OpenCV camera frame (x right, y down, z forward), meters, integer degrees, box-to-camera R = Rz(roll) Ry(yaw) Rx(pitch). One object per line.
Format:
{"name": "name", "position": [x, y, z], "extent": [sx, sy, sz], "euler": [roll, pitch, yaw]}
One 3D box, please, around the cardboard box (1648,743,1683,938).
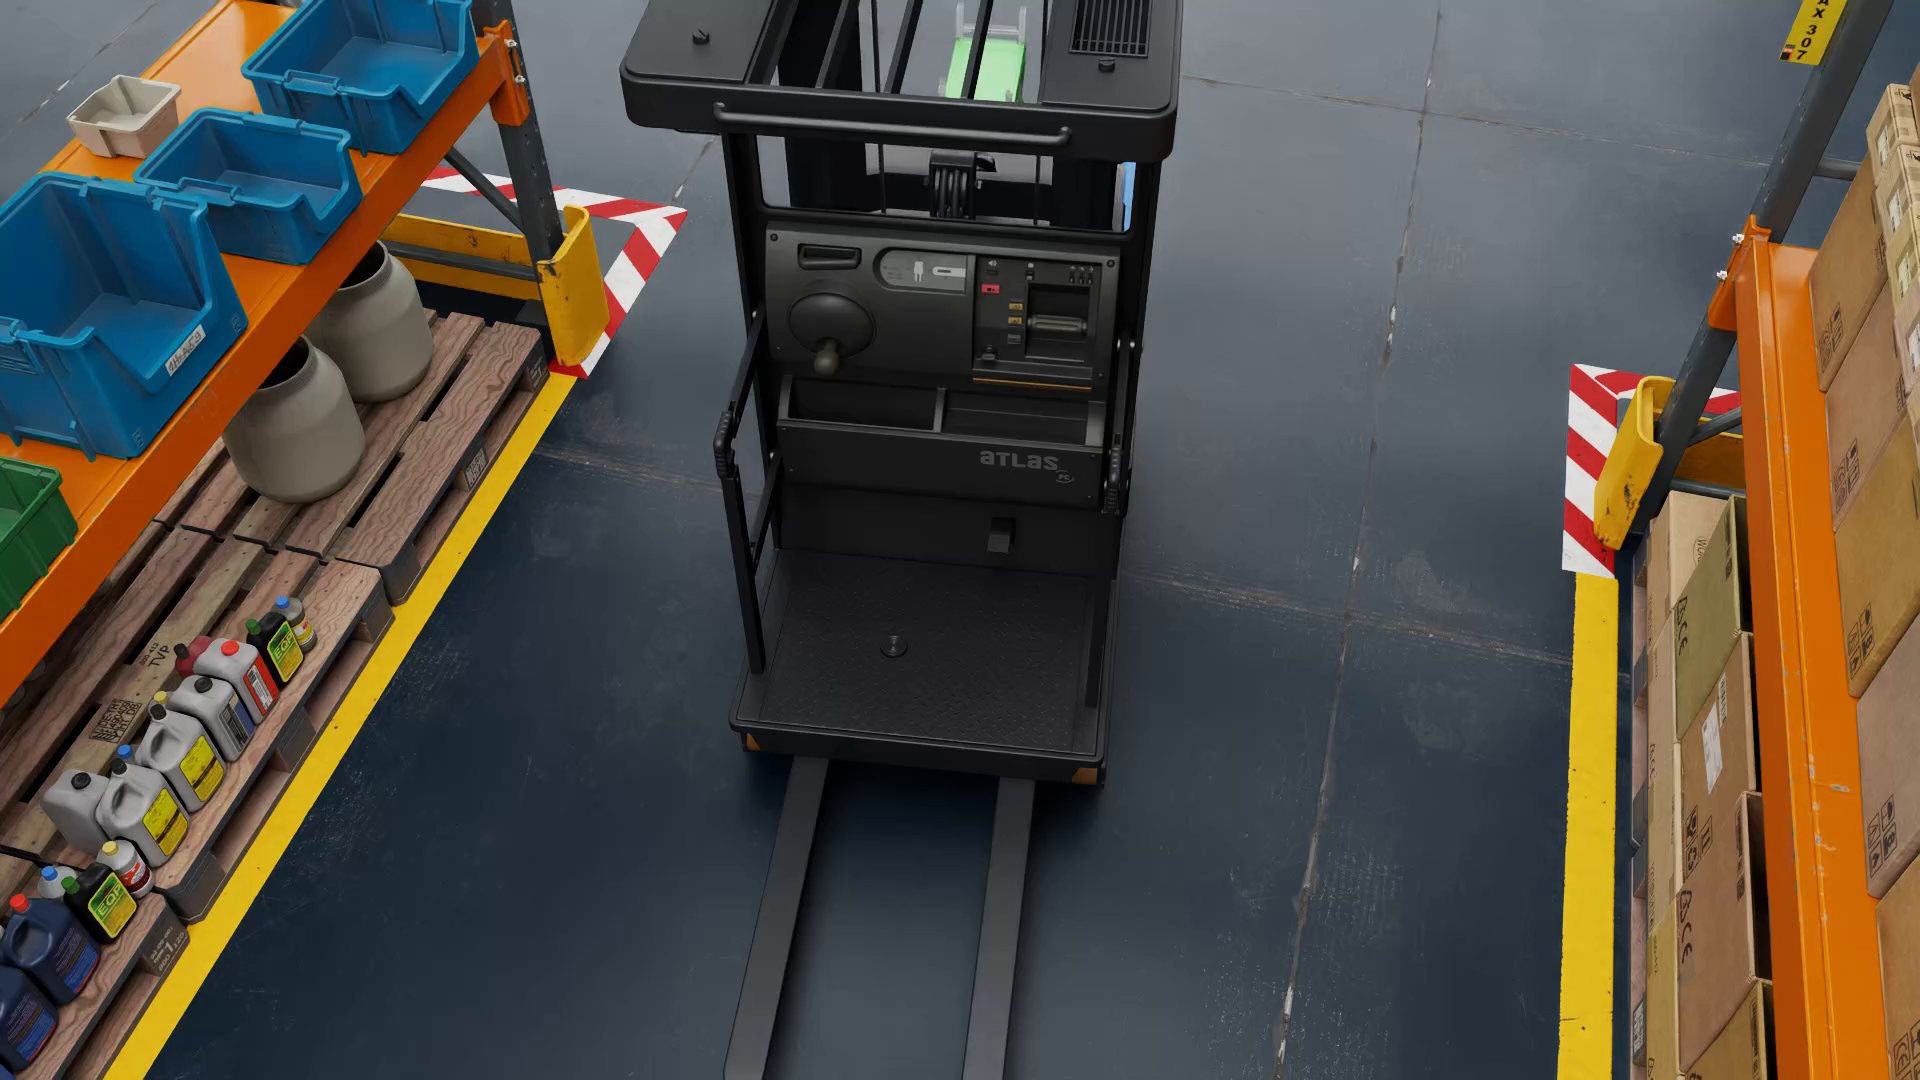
{"name": "cardboard box", "position": [2.172, 0.873, 4.532], "extent": [0.500, 0.250, 0.500], "euler": [12, 50, 10]}

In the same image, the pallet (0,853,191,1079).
{"name": "pallet", "position": [-2.826, 1.393, 4.380], "extent": [1.003, 0.211, 1.213], "euler": [12, 50, 10]}

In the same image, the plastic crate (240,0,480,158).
{"name": "plastic crate", "position": [-1.833, -1.475, 5.151], "extent": [0.499, 0.251, 0.616], "euler": [12, 50, 10]}

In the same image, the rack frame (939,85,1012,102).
{"name": "rack frame", "position": [0.050, -1.085, 5.907], "extent": [0.240, 1.200, 0.015], "euler": [5, 49, 5]}

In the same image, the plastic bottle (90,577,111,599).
{"name": "plastic bottle", "position": [-2.768, 0.061, 5.221], "extent": [0.097, 0.271, 0.097], "euler": [0, 49, 0]}

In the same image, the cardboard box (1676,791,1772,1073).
{"name": "cardboard box", "position": [2.035, 0.986, 3.933], "extent": [0.500, 0.500, 0.500], "euler": [12, 50, 10]}

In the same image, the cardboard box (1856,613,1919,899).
{"name": "cardboard box", "position": [2.248, 0.457, 3.279], "extent": [0.700, 0.500, 0.500], "euler": [13, 50, 11]}

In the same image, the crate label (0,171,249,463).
{"name": "crate label", "position": [-2.213, -0.573, 4.231], "extent": [0.502, 0.435, 0.616], "euler": [12, 50, 10]}

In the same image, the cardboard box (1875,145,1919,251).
{"name": "cardboard box", "position": [2.410, -0.780, 3.939], "extent": [0.380, 0.149, 0.250], "euler": [10, 49, 9]}

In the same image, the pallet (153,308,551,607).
{"name": "pallet", "position": [-2.183, -0.372, 5.938], "extent": [1.003, 0.211, 1.213], "euler": [12, 50, 10]}

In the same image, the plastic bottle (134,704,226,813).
{"name": "plastic bottle", "position": [-2.219, 0.598, 4.695], "extent": [0.144, 0.351, 0.185], "euler": [13, 50, 12]}

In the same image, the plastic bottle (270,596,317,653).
{"name": "plastic bottle", "position": [-2.050, 0.250, 5.102], "extent": [0.097, 0.201, 0.097], "euler": [0, 49, 0]}

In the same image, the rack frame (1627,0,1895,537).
{"name": "rack frame", "position": [2.788, -0.966, 4.601], "extent": [1.000, 3.000, 0.127], "euler": [12, 50, 10]}

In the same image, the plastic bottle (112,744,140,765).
{"name": "plastic bottle", "position": [-2.347, 0.655, 4.744], "extent": [0.097, 0.201, 0.097], "euler": [0, 49, 0]}

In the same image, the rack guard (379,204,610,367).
{"name": "rack guard", "position": [-1.964, -1.054, 6.347], "extent": [1.175, 0.500, 0.348], "euler": [12, 50, 10]}

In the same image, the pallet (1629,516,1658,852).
{"name": "pallet", "position": [2.627, 0.519, 5.151], "extent": [1.003, 0.211, 1.213], "euler": [12, 50, 10]}

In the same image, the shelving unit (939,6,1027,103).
{"name": "shelving unit", "position": [0.080, -1.267, 6.068], "extent": [0.258, 1.200, 0.503], "euler": [5, 49, 5]}

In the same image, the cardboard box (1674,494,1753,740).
{"name": "cardboard box", "position": [2.302, 0.263, 4.571], "extent": [0.500, 0.500, 0.500], "euler": [12, 50, 10]}

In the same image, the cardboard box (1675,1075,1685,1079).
{"name": "cardboard box", "position": [1.905, 1.596, 3.895], "extent": [0.500, 0.250, 0.500], "euler": [12, 50, 10]}

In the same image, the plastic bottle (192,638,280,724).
{"name": "plastic bottle", "position": [-2.143, 0.402, 4.918], "extent": [0.152, 0.276, 0.135], "euler": [12, 50, 10]}

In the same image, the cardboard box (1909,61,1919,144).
{"name": "cardboard box", "position": [2.639, -1.054, 3.748], "extent": [0.700, 0.500, 0.500], "euler": [12, 50, 10]}

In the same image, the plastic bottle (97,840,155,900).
{"name": "plastic bottle", "position": [-2.283, 0.889, 4.537], "extent": [0.097, 0.201, 0.097], "euler": [0, 49, 0]}

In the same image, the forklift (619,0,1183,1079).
{"name": "forklift", "position": [-0.076, -0.506, 4.242], "extent": [1.130, 2.935, 3.031], "euler": [5, 49, 5]}

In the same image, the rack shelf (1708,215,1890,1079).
{"name": "rack shelf", "position": [2.261, 0.719, 3.594], "extent": [1.077, 0.370, 4.000], "euler": [12, 50, 10]}

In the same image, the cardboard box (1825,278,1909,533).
{"name": "cardboard box", "position": [2.519, -0.283, 3.932], "extent": [0.700, 0.500, 0.500], "euler": [13, 50, 11]}

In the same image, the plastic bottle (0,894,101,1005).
{"name": "plastic bottle", "position": [-2.380, 1.040, 4.305], "extent": [0.144, 0.351, 0.185], "euler": [10, 49, 8]}

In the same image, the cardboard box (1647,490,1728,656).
{"name": "cardboard box", "position": [2.432, 0.149, 5.171], "extent": [0.500, 0.250, 0.500], "euler": [12, 50, 10]}

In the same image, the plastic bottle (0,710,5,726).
{"name": "plastic bottle", "position": [-2.910, 0.477, 4.902], "extent": [0.097, 0.201, 0.097], "euler": [0, 49, 0]}

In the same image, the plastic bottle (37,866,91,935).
{"name": "plastic bottle", "position": [-2.378, 0.953, 4.435], "extent": [0.097, 0.271, 0.097], "euler": [0, 49, 0]}

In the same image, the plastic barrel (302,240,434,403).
{"name": "plastic barrel", "position": [-2.089, -0.770, 5.808], "extent": [0.421, 0.512, 0.421], "euler": [0, 49, 0]}

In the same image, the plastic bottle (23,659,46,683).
{"name": "plastic bottle", "position": [-2.858, 0.309, 5.003], "extent": [0.097, 0.271, 0.097], "euler": [0, 49, 0]}

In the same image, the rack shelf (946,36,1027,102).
{"name": "rack shelf", "position": [0.080, -1.542, 5.756], "extent": [0.258, 0.148, 0.480], "euler": [5, 49, 5]}

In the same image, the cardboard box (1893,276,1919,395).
{"name": "cardboard box", "position": [2.274, -0.418, 3.619], "extent": [0.380, 0.149, 0.250], "euler": [11, 49, 9]}
